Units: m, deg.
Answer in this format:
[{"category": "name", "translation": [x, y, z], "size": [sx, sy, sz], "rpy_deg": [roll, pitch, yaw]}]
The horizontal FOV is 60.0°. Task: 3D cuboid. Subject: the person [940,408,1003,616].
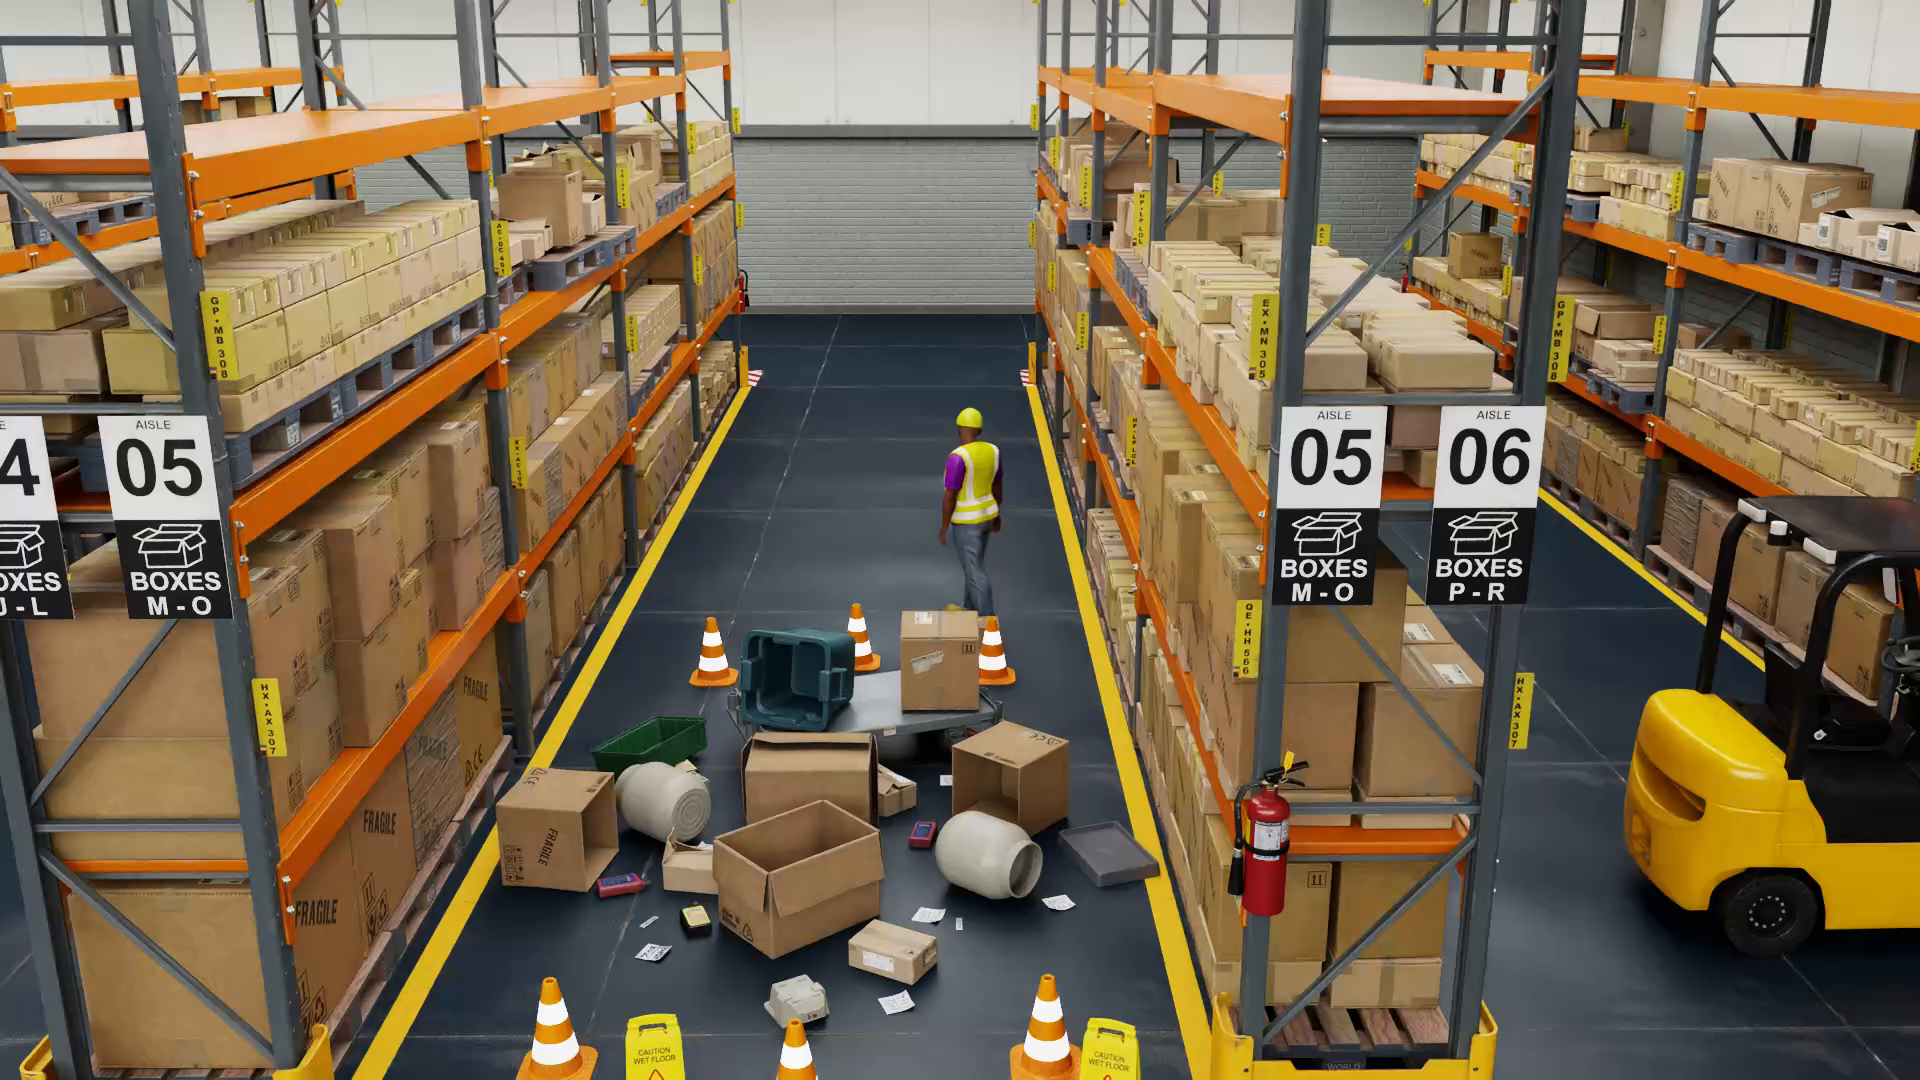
[{"category": "person", "translation": [0.074, -0.163, 12.991], "size": [0.616, 1.766, 0.629], "rpy_deg": [12, 21, 34]}]
